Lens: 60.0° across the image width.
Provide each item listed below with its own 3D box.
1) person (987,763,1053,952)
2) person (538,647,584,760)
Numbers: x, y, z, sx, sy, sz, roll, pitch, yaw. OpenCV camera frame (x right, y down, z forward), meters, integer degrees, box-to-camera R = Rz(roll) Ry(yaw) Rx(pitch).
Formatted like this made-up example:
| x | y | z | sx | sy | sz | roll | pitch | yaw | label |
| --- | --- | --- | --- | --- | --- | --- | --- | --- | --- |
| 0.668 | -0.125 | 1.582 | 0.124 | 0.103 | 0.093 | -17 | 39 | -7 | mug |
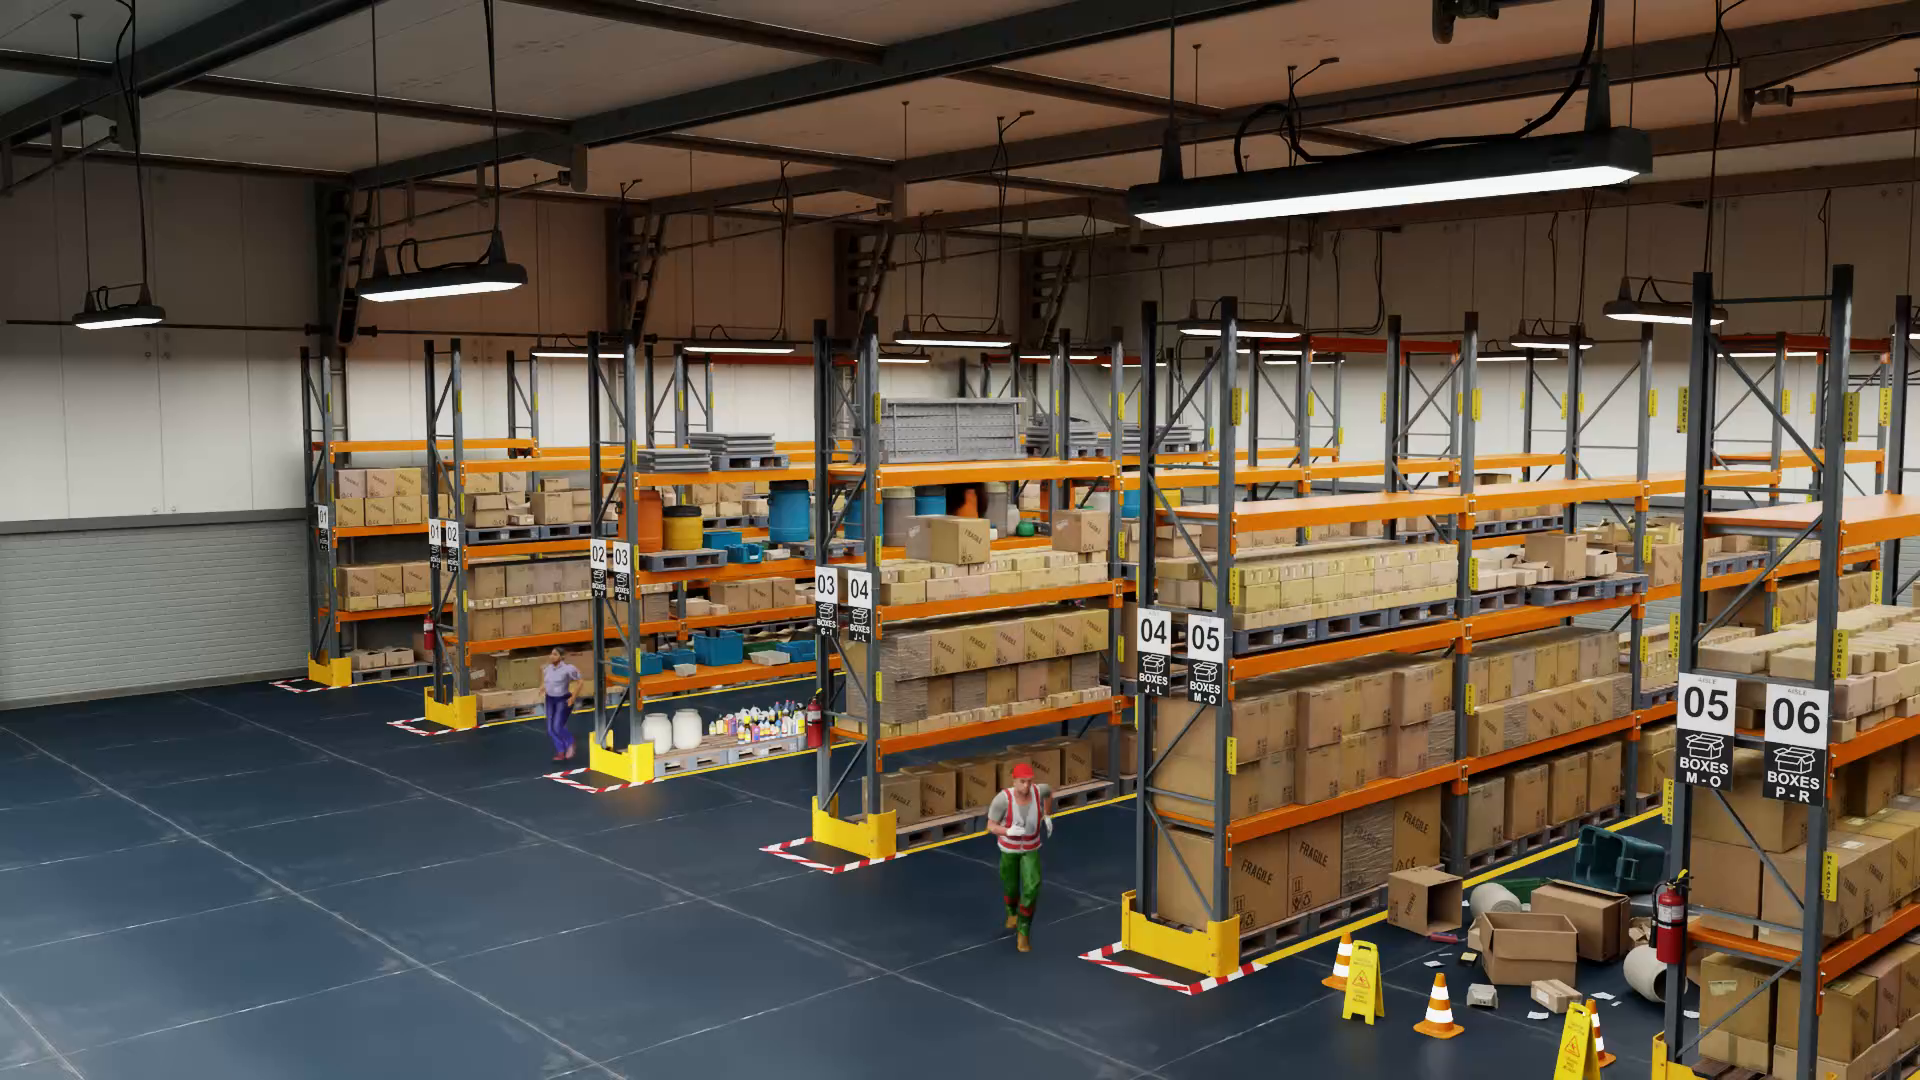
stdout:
| x | y | z | sx | sy | sz | roll | pitch | yaw | label |
| --- | --- | --- | --- | --- | --- | --- | --- | --- | --- |
| 0.566 | 2.949 | 15.606 | 0.668 | 1.824 | 0.927 | -1 | 5 | -8 | person |
| -5.652 | 2.306 | 23.331 | 0.602 | 1.608 | 0.538 | 2 | 6 | 26 | person |
